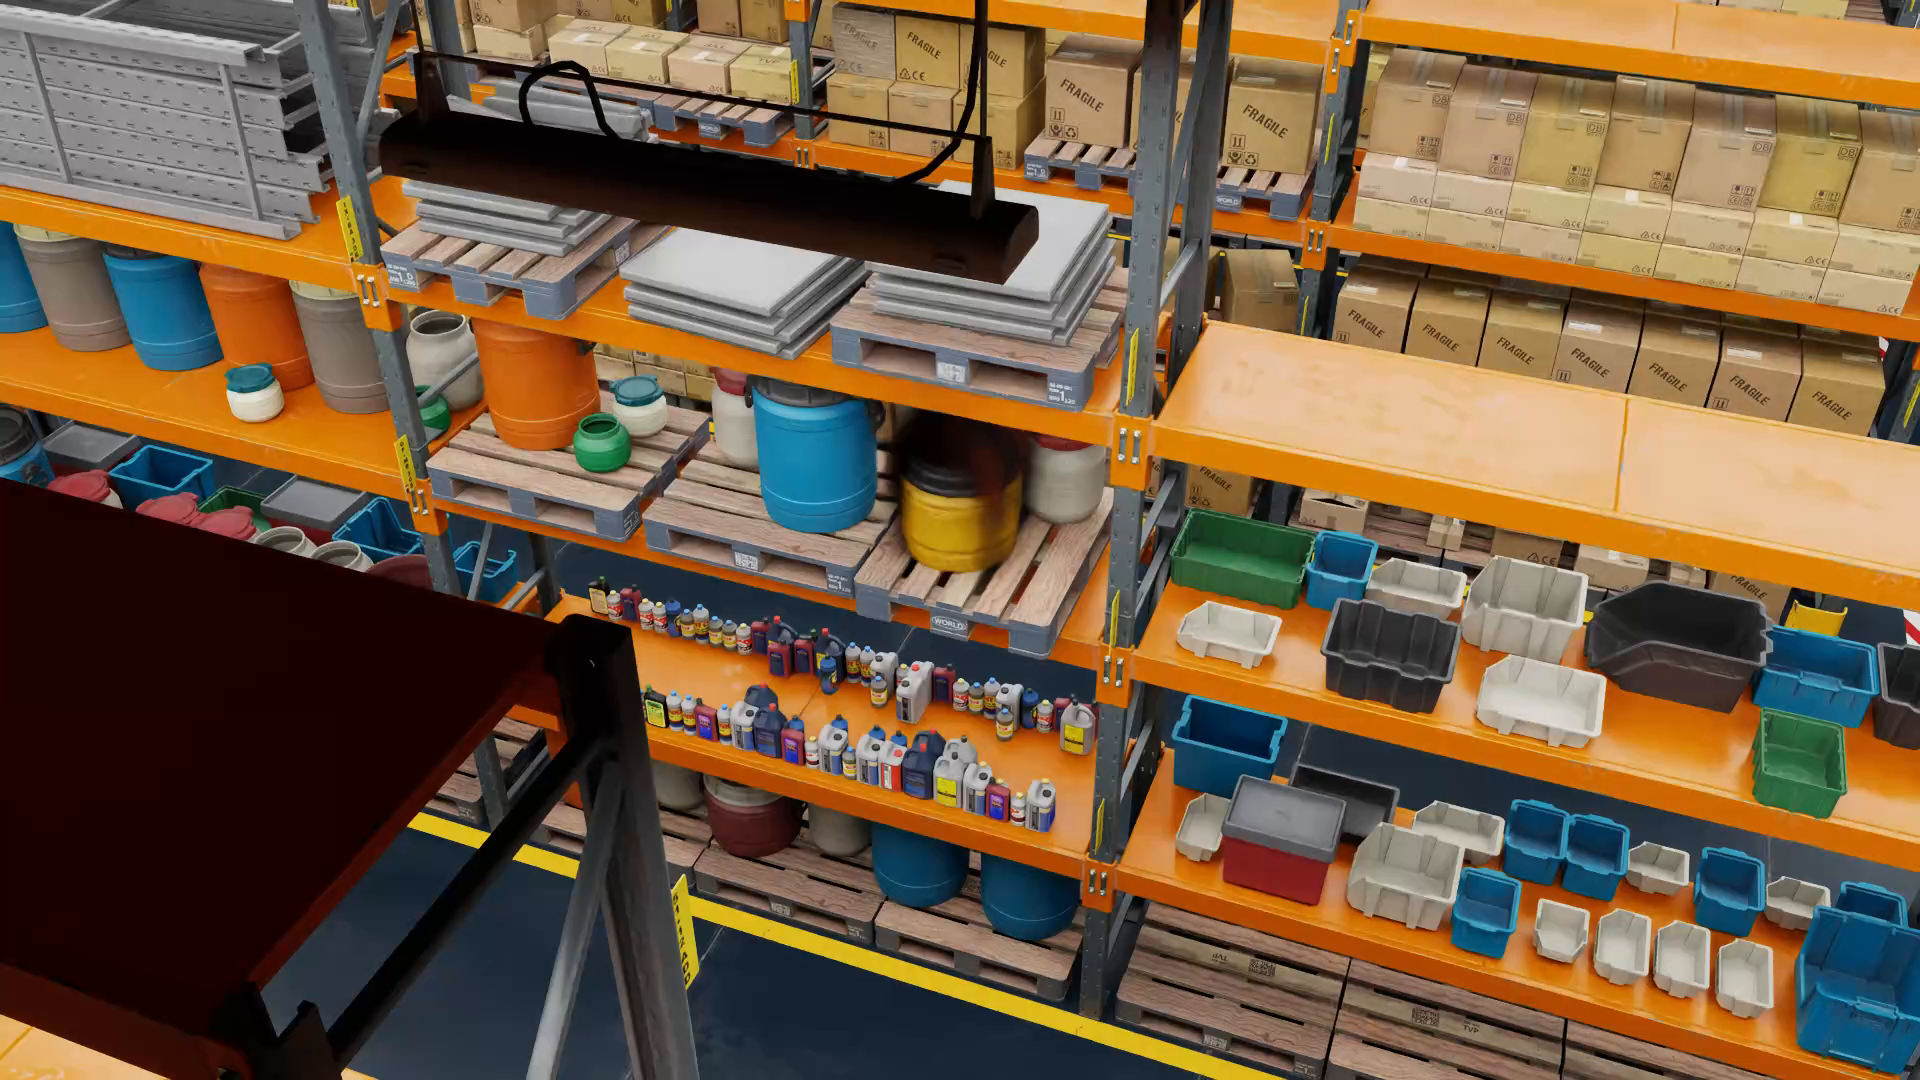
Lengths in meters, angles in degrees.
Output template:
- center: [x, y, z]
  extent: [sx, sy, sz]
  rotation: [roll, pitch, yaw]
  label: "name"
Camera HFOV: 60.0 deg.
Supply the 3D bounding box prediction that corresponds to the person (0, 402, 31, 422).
- center: [-7.807, -1.150, 13.462]
  extent: [0.603, 1.781, 0.456]
  rotation: [17, 40, 21]
  label: "person"
